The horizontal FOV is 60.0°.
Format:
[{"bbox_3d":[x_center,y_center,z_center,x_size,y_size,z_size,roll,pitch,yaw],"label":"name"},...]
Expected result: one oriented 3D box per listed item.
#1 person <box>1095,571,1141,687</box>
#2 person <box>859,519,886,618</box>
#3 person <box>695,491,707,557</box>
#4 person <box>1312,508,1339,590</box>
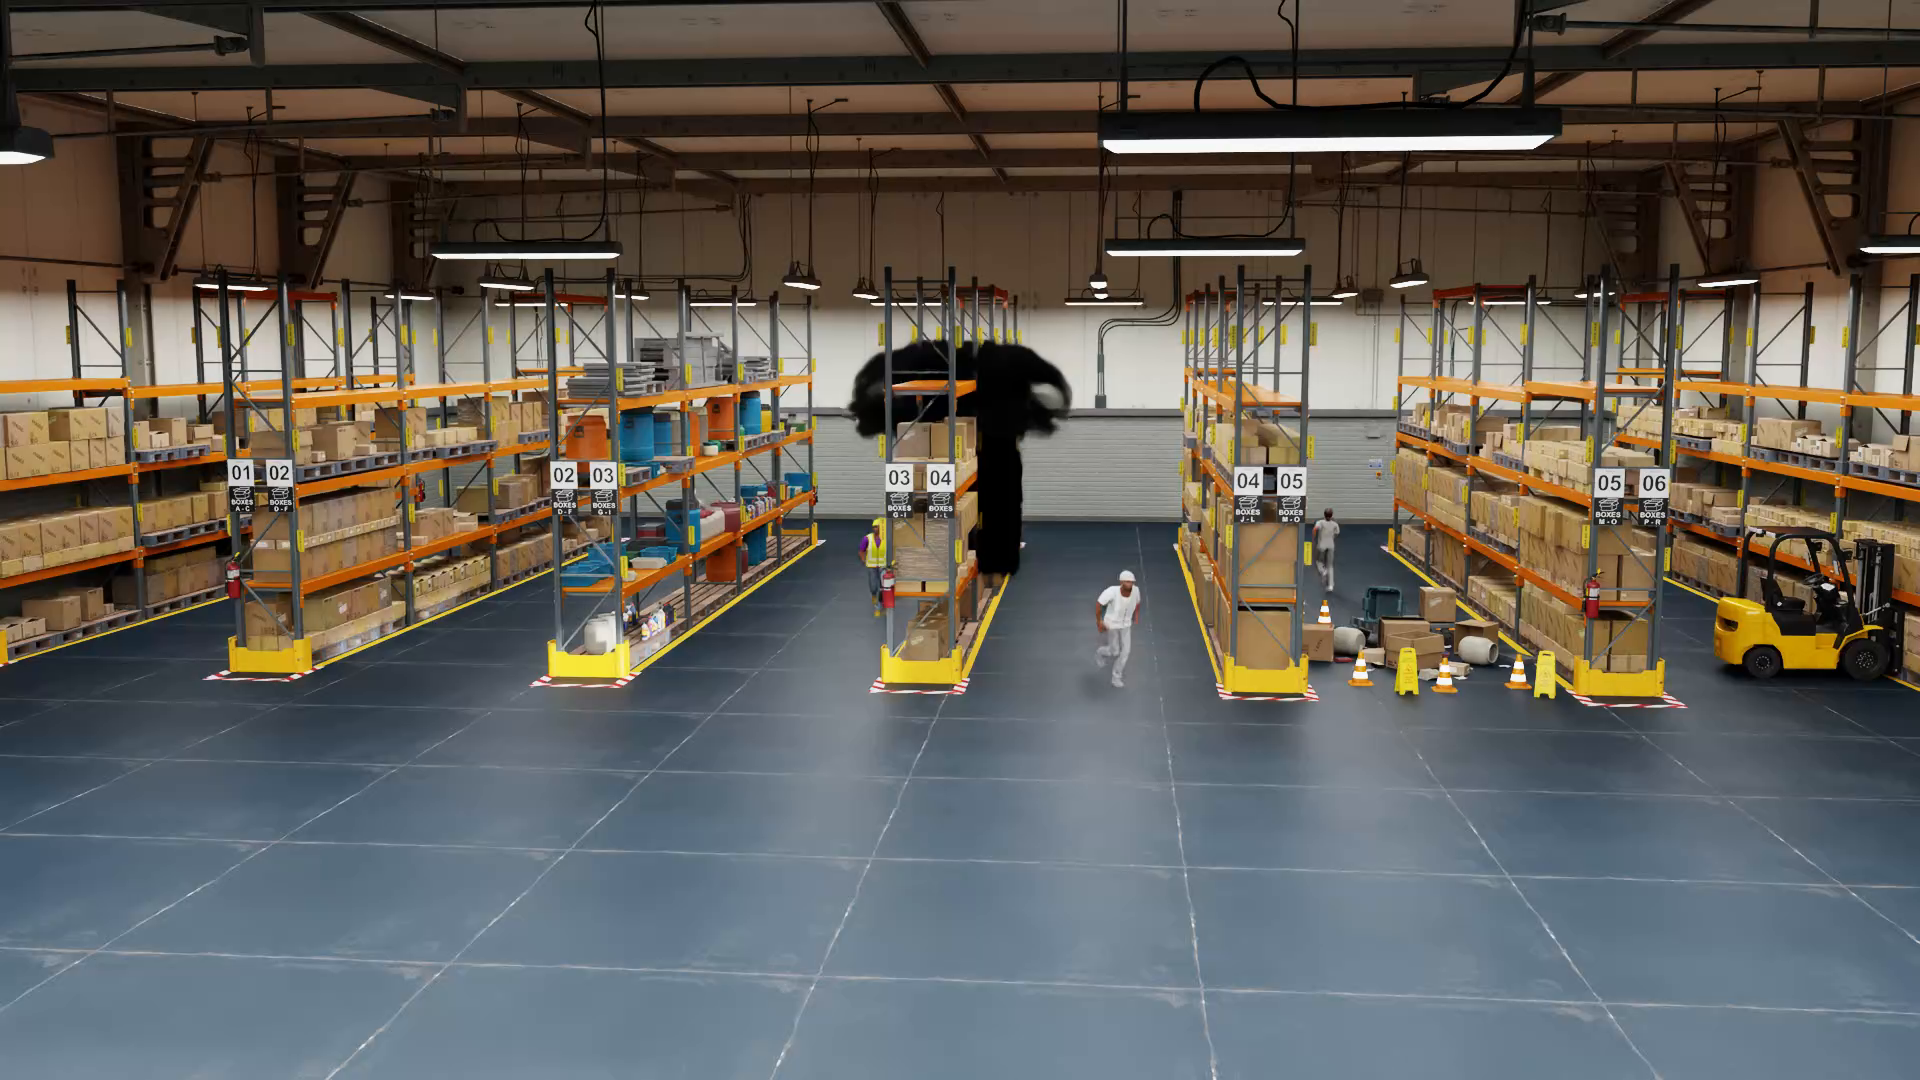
[{"bbox_3d":[2.277,1.262,24.136,0.698,1.700,0.876,-4,8,-29],"label":"person"},{"bbox_3d":[-1.480,0.493,30.218,0.708,1.765,0.824,0,7,-1],"label":"person"},{"bbox_3d":[-5.903,-0.325,37.151,0.696,1.731,1.050,1,7,10],"label":"person"},{"bbox_3d":[7.269,0.166,33.144,0.582,1.622,0.744,0,7,0],"label":"person"}]
